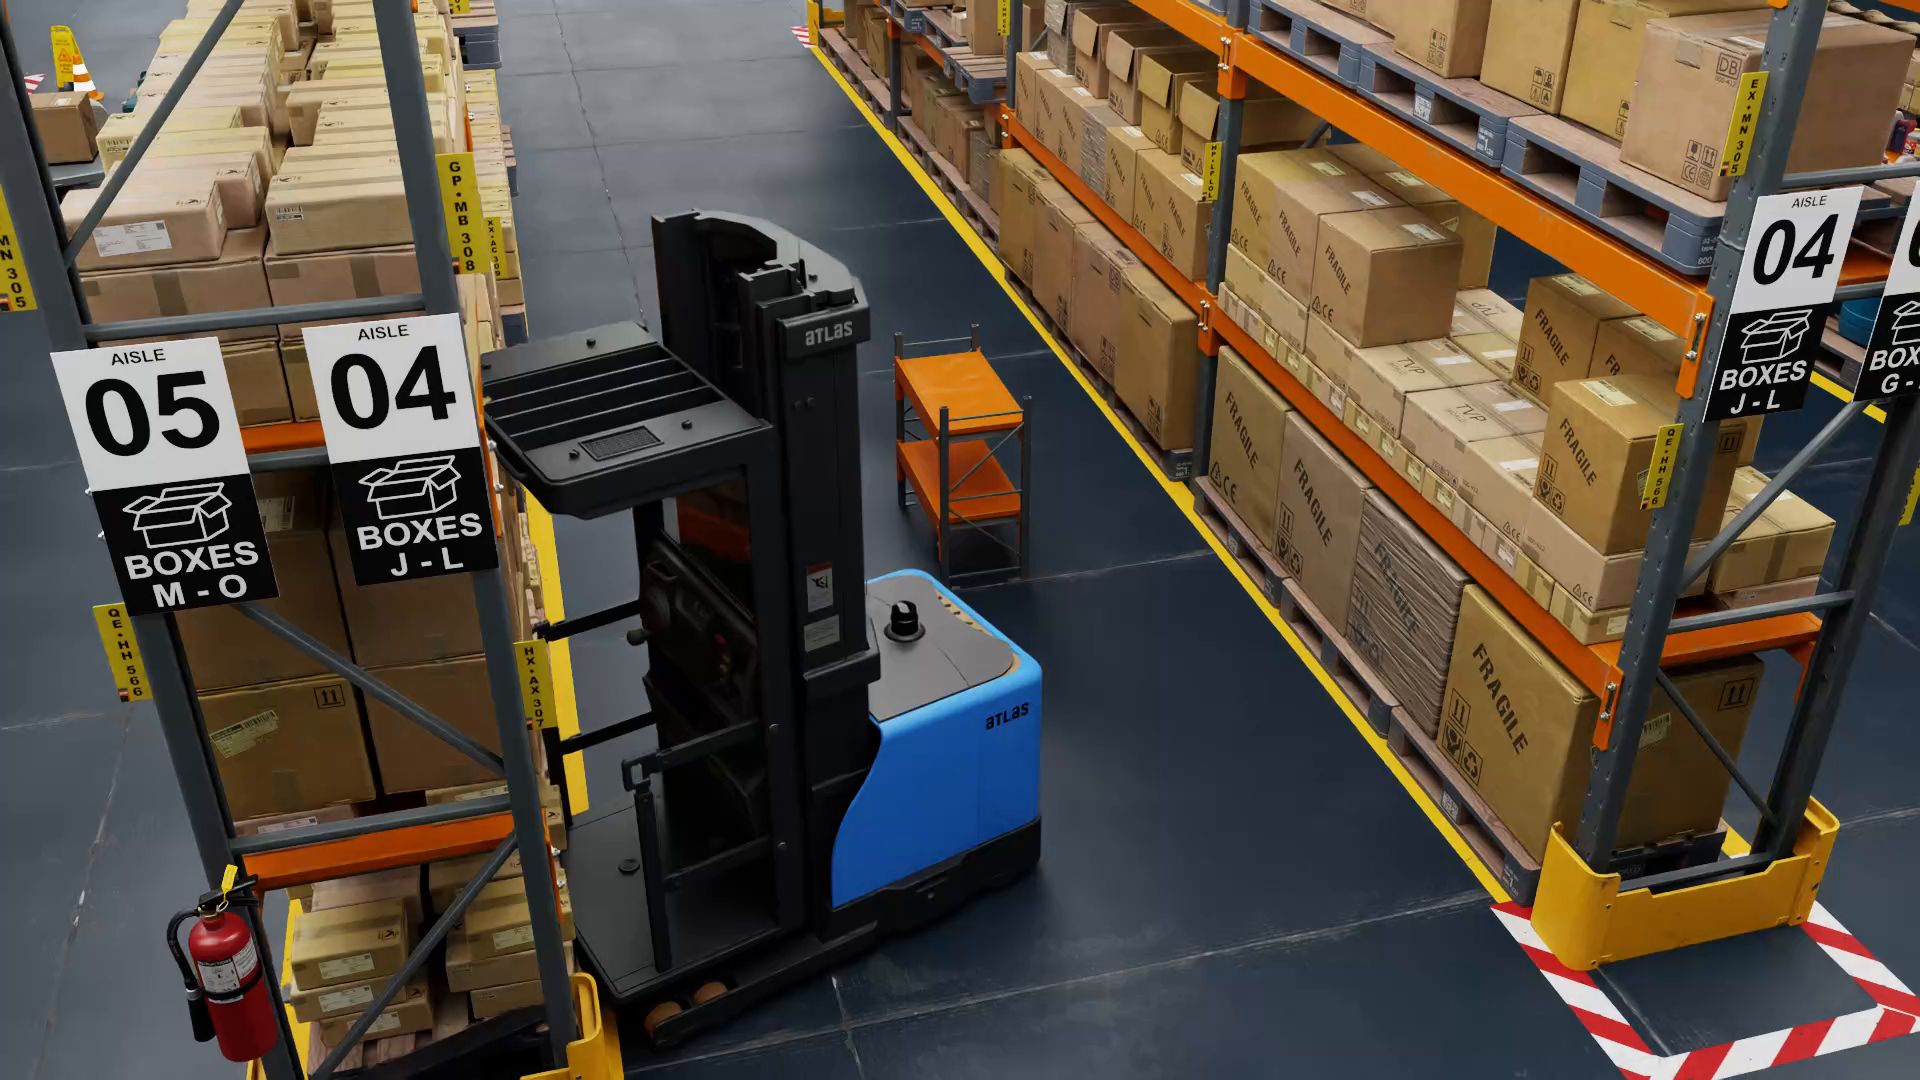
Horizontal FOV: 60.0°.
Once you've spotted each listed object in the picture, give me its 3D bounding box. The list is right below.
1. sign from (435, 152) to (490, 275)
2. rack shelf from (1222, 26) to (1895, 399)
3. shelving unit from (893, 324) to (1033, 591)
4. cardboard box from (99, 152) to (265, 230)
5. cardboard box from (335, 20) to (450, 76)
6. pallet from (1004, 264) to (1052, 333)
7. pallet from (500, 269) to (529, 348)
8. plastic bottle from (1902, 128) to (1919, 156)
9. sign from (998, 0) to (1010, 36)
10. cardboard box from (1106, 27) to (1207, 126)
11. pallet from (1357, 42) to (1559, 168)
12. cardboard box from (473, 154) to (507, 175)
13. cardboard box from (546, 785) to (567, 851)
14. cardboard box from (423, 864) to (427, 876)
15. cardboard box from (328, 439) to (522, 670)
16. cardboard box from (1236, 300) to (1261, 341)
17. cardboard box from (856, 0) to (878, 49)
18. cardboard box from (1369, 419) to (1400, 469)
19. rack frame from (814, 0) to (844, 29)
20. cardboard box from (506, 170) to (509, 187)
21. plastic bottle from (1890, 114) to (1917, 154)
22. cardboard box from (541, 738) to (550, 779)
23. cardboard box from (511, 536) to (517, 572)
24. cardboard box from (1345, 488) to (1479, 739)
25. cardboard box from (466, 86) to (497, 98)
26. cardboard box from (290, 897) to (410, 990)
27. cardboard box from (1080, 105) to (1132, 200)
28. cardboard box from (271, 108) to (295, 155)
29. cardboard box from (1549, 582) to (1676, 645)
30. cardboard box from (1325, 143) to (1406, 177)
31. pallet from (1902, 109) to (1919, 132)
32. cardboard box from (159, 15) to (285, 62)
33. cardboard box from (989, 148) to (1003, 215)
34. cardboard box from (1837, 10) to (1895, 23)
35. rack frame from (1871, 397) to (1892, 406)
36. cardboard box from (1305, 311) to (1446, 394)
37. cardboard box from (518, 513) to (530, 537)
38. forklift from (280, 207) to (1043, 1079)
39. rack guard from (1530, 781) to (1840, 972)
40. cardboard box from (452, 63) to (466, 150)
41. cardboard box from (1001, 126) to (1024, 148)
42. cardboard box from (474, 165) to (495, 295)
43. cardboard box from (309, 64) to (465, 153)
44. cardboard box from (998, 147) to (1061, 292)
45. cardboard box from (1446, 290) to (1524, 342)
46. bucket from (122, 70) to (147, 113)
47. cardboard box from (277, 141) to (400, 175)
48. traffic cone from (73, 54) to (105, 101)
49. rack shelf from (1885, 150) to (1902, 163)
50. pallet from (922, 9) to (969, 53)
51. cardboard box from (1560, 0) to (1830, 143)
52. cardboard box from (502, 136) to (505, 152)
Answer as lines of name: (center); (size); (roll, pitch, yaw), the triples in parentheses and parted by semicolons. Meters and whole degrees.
sign: (-1.307, -0.854, 4.364); (0.100, 0.325, 0.005); (-8, 31, -13)
rack shelf: (2.447, -1.669, 7.362); (1.077, 0.370, 4.000); (-8, 31, -13)
shelving unit: (0.002, -0.484, 9.463); (0.538, 1.125, 1.048); (-8, 31, -13)
cardboard box: (-2.194, -0.978, 4.704); (0.380, 0.149, 0.250); (-7, 31, -13)
cardboard box: (-2.090, -1.804, 6.130); (0.380, 0.149, 0.250); (-8, 31, -14)
pallet: (0.992, -1.982, 12.964); (1.003, 0.211, 1.213); (-8, 31, -13)
pallet: (-2.955, -1.343, 9.267); (1.003, 0.211, 1.213); (-8, 31, -13)
plastic bottle: (6.783, -2.825, 11.835); (0.097, 0.201, 0.097); (0, 30, 0)
sign: (0.334, -3.970, 12.538); (0.100, 0.325, 0.005); (-8, 31, -13)
cardboard box: (1.388, -3.064, 10.948); (0.797, 0.503, 0.637); (-7, 31, -12)
pallet: (2.444, -1.923, 7.172); (1.003, 0.211, 1.213); (-8, 31, -13)
cardboard box: (-2.831, -2.121, 9.659); (0.380, 0.149, 0.250); (-8, 31, -14)
cardboard box: (-1.775, 1.135, 6.627); (0.380, 0.149, 0.250); (-8, 31, -13)
cardboard box: (-2.402, 1.353, 6.845); (0.380, 0.149, 0.250); (-8, 31, -13)
cardboard box: (-1.694, 0.038, 5.295); (0.500, 0.500, 0.500); (-8, 31, -14)
cardboard box: (1.744, -1.225, 9.123); (0.380, 0.149, 0.250); (-9, 31, -15)
cardboard box: (-0.927, -5.955, 19.121); (0.500, 0.500, 0.500); (0, 30, 0)
cardboard box: (2.161, -0.474, 7.825); (0.380, 0.149, 0.250); (-7, 31, -12)
rack frame: (-1.268, -7.444, 19.616); (1.000, 3.000, 0.127); (-8, 31, -13)
cardboard box: (-2.971, -2.245, 10.170); (0.380, 0.149, 0.250); (-8, 31, -14)
plastic bottle: (6.770, -2.919, 11.915); (0.061, 0.283, 0.133); (-8, 31, -13)
cardboard box: (-1.986, 1.036, 7.392); (0.380, 0.149, 0.250); (-9, 31, -16)
cardboard box: (-1.850, 0.214, 5.989); (0.500, 0.500, 0.500); (-8, 31, -13)
cardboard box: (2.490, 0.284, 7.967); (0.875, 0.875, 0.875); (-8, 31, -13)
cardboard box: (-3.248, -2.876, 10.962); (0.380, 0.149, 0.250); (-7, 31, -12)
cardboard box: (-2.215, 1.467, 6.053); (0.380, 0.149, 0.250); (-7, 31, -13)
cardboard box: (1.131, -2.615, 11.173); (0.500, 0.500, 0.500); (-8, 31, -13)
cardboard box: (-2.468, -1.238, 5.551); (0.500, 0.250, 0.500); (-7, 31, -13)
cardboard box: (2.566, 0.265, 6.549); (0.380, 0.149, 0.250); (-7, 31, -12)
cardboard box: (2.296, -1.850, 9.056); (0.500, 0.500, 0.500); (-7, 31, -12)
pallet: (10.226, -4.091, 16.607); (1.003, 0.211, 1.213); (-8, 31, -13)
cardboard box: (-2.746, -1.845, 6.202); (0.380, 0.149, 0.250); (-6, 31, -11)
cardboard box: (0.658, -3.009, 14.011); (0.700, 0.500, 0.500); (-9, 31, -16)
cardboard box: (9.873, -5.653, 18.289); (0.500, 0.311, 0.500); (-7, 31, -12)
rack frame: (6.692, -2.306, 10.740); (1.000, 3.000, 0.127); (-8, 31, -13)
cardboard box: (2.059, -0.960, 8.266); (0.500, 0.250, 0.500); (-7, 31, -12)
cardboard box: (-2.502, -0.004, 8.892); (0.380, 0.149, 0.250); (-7, 31, -12)
forklift: (-1.162, 0.374, 6.179); (3.031, 2.935, 1.130); (-18, 35, -28)
rack guard: (2.985, 1.378, 6.871); (1.175, 0.500, 0.348); (-8, 31, -13)
cardboard box: (-2.380, -1.827, 7.067); (0.500, 0.250, 0.500); (-8, 31, -13)
cardboard box: (0.648, -3.332, 13.821); (0.500, 0.250, 0.500); (-7, 31, -11)
cardboard box: (-2.507, -1.451, 7.867); (0.500, 0.500, 0.500); (-9, 31, -15)
cardboard box: (-2.094, -1.543, 6.078); (0.500, 0.250, 0.500); (-9, 31, -15)
cardboard box: (1.018, -2.506, 12.787); (1.225, 0.875, 0.875); (-9, 31, -16)
cardboard box: (2.562, -1.037, 8.400); (0.500, 0.250, 0.500); (-7, 31, -12)
bucket: (-7.275, -3.901, 15.246); (0.726, 0.611, 0.620); (2, 40, 4)
cardboard box: (-1.747, -1.040, 4.810); (0.380, 0.149, 0.250); (-7, 31, -11)
traffic cone: (-9.465, -4.992, 17.912); (0.336, 0.463, 0.334); (-8, 31, -13)
rack shelf: (6.161, -2.961, 12.589); (1.077, 0.370, 4.000); (-8, 31, -13)
pallet: (0.290, -4.447, 14.631); (1.003, 0.211, 1.213); (-8, 31, -13)
cardboard box: (2.756, -1.814, 6.277); (0.700, 0.500, 0.500); (-9, 31, -15)
cardboard box: (-3.247, -2.621, 11.115); (0.380, 0.149, 0.250); (-7, 31, -12)
